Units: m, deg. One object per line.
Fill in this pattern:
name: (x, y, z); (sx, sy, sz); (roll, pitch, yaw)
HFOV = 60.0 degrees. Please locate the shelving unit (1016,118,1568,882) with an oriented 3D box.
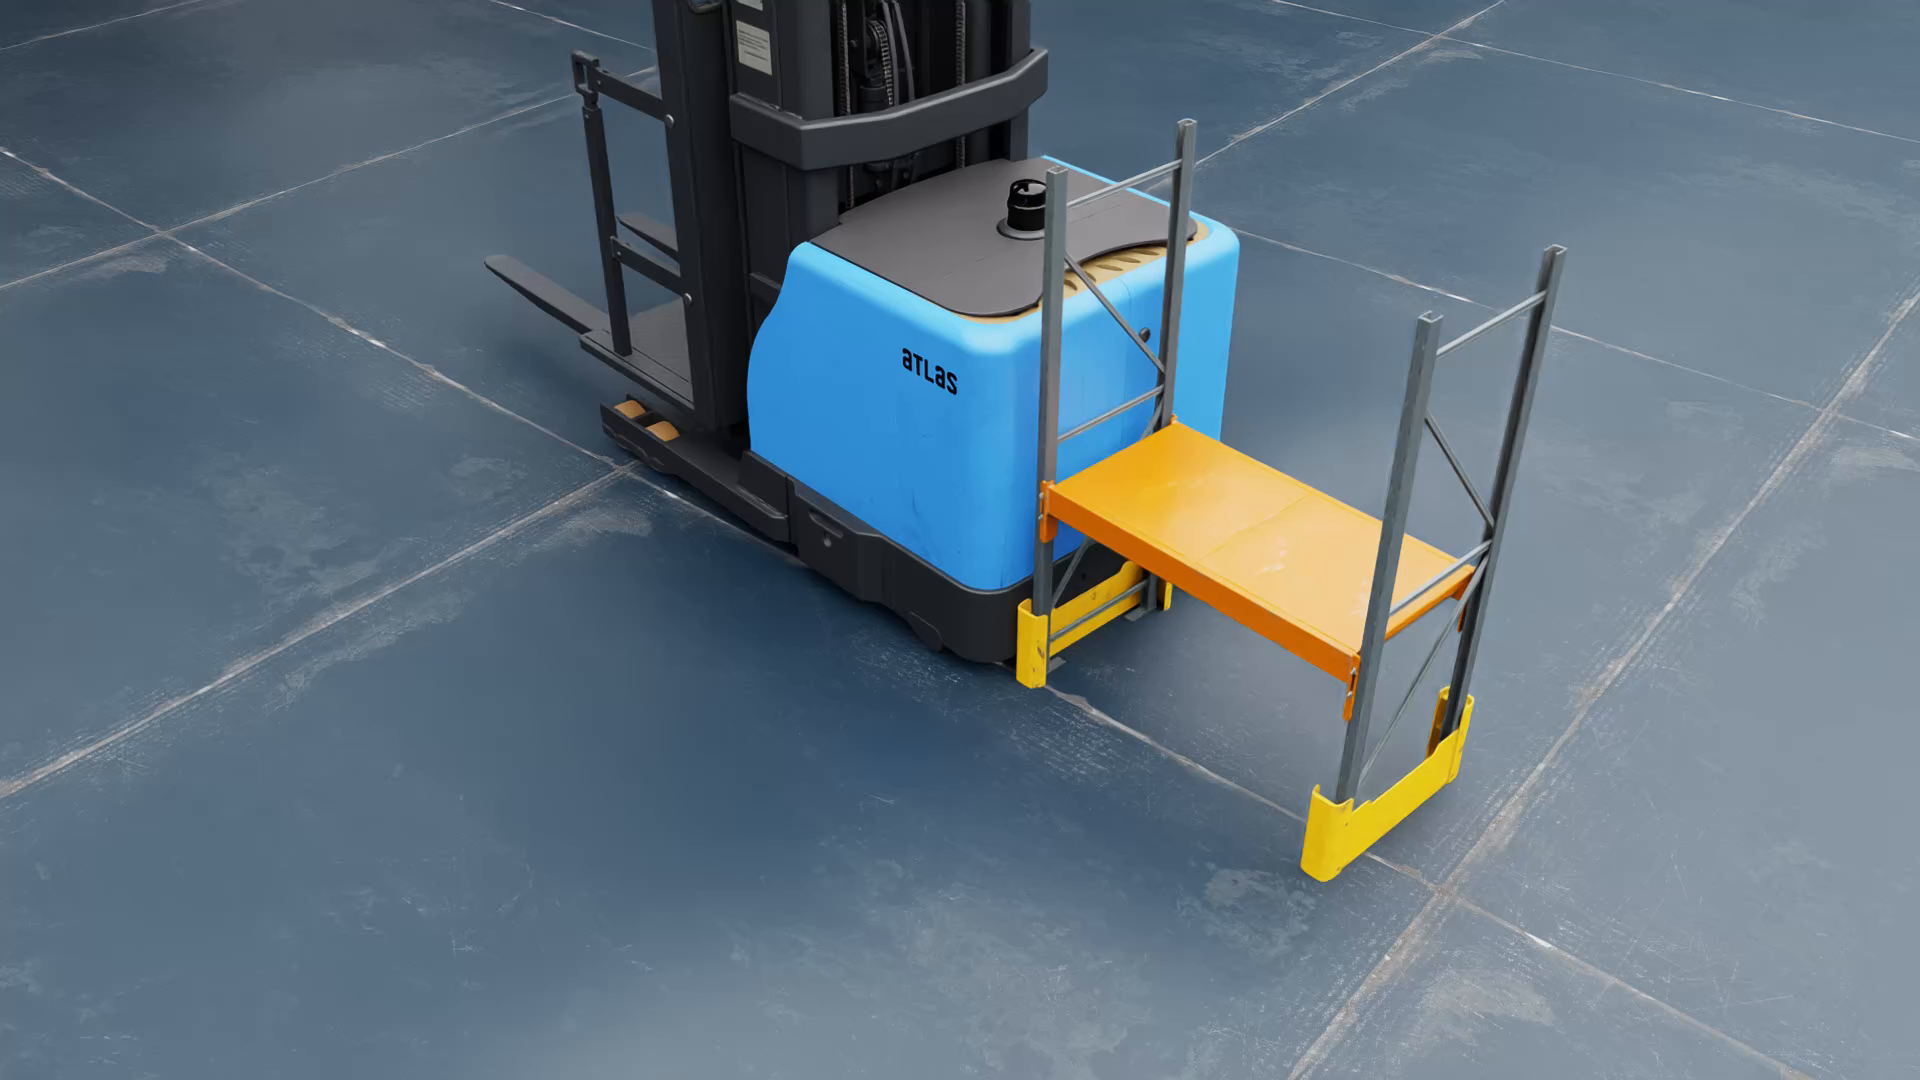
shelving unit: (0.732, -0.119, 4.099); (0.587, 1.500, 1.083); (-28, 43, -34)

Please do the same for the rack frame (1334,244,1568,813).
rack frame: (1.083, 0.096, 3.786); (0.500, 1.500, 0.032); (-28, 43, -34)

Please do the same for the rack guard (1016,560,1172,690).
rack guard: (0.393, 0.189, 4.754); (0.587, 0.250, 0.087); (-28, 43, -34)

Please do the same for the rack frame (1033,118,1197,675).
rack frame: (0.392, -0.327, 4.401); (0.500, 1.500, 0.032); (-28, 43, -34)

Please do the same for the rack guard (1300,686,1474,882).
rack guard: (1.070, 0.603, 4.151); (0.587, 0.250, 0.087); (-28, 43, -34)

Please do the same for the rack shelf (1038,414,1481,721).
rack shelf: (0.738, 0.033, 4.195); (0.538, 0.185, 1.000); (-28, 43, -34)

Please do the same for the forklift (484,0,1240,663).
forklift: (-0.574, -1.612, 5.008); (1.130, 2.935, 3.031); (-28, 43, -34)
